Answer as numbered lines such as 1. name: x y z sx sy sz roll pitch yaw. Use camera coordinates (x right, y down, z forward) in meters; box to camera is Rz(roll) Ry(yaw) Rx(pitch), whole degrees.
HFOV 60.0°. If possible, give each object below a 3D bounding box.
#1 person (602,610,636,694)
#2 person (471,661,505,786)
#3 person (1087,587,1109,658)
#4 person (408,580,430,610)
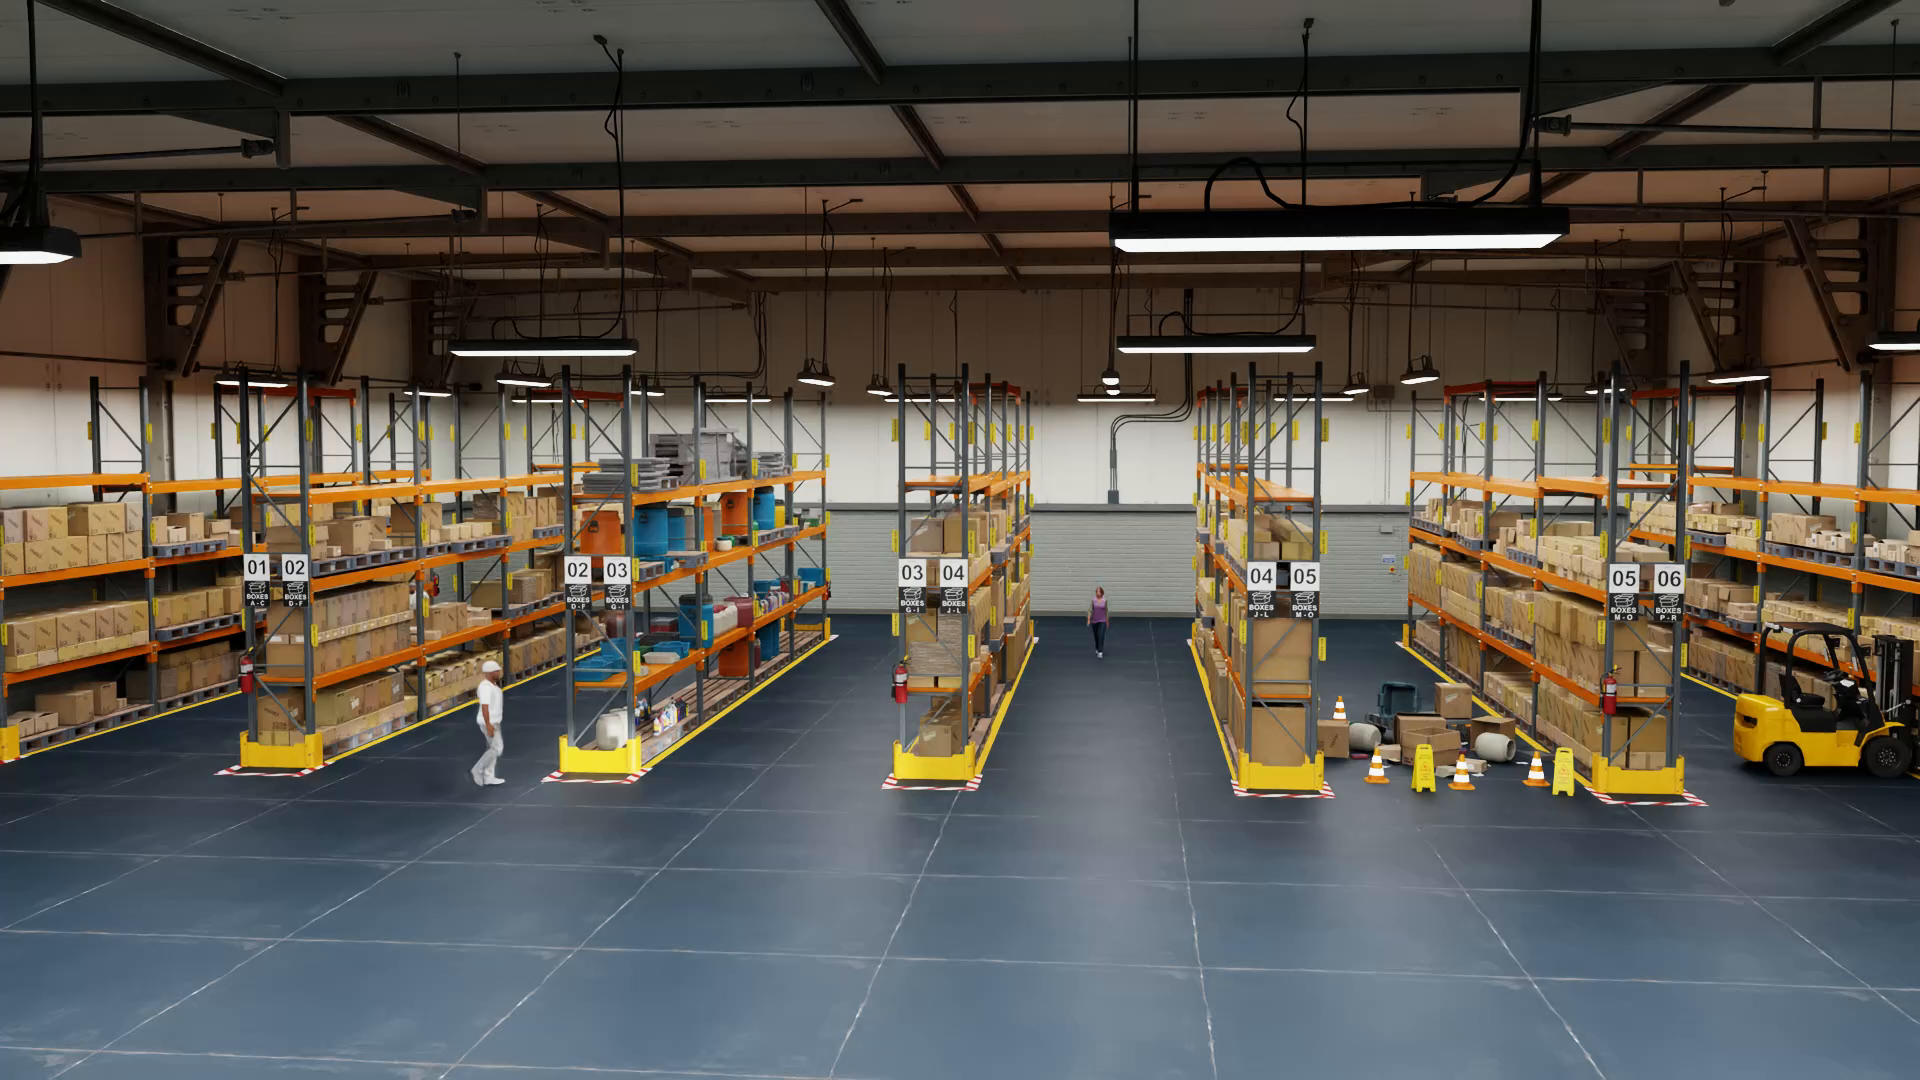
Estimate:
1. person: -6.571 2.059 31.999 0.686 1.716 1.115 0 4 1
2. person: -6.673 2.591 23.551 0.481 1.764 0.594 0 4 1
3. person: 3.085 1.823 37.185 0.455 1.542 0.952 1 4 11
4. person: -12.477 1.727 38.027 0.600 1.682 0.735 1 4 15
